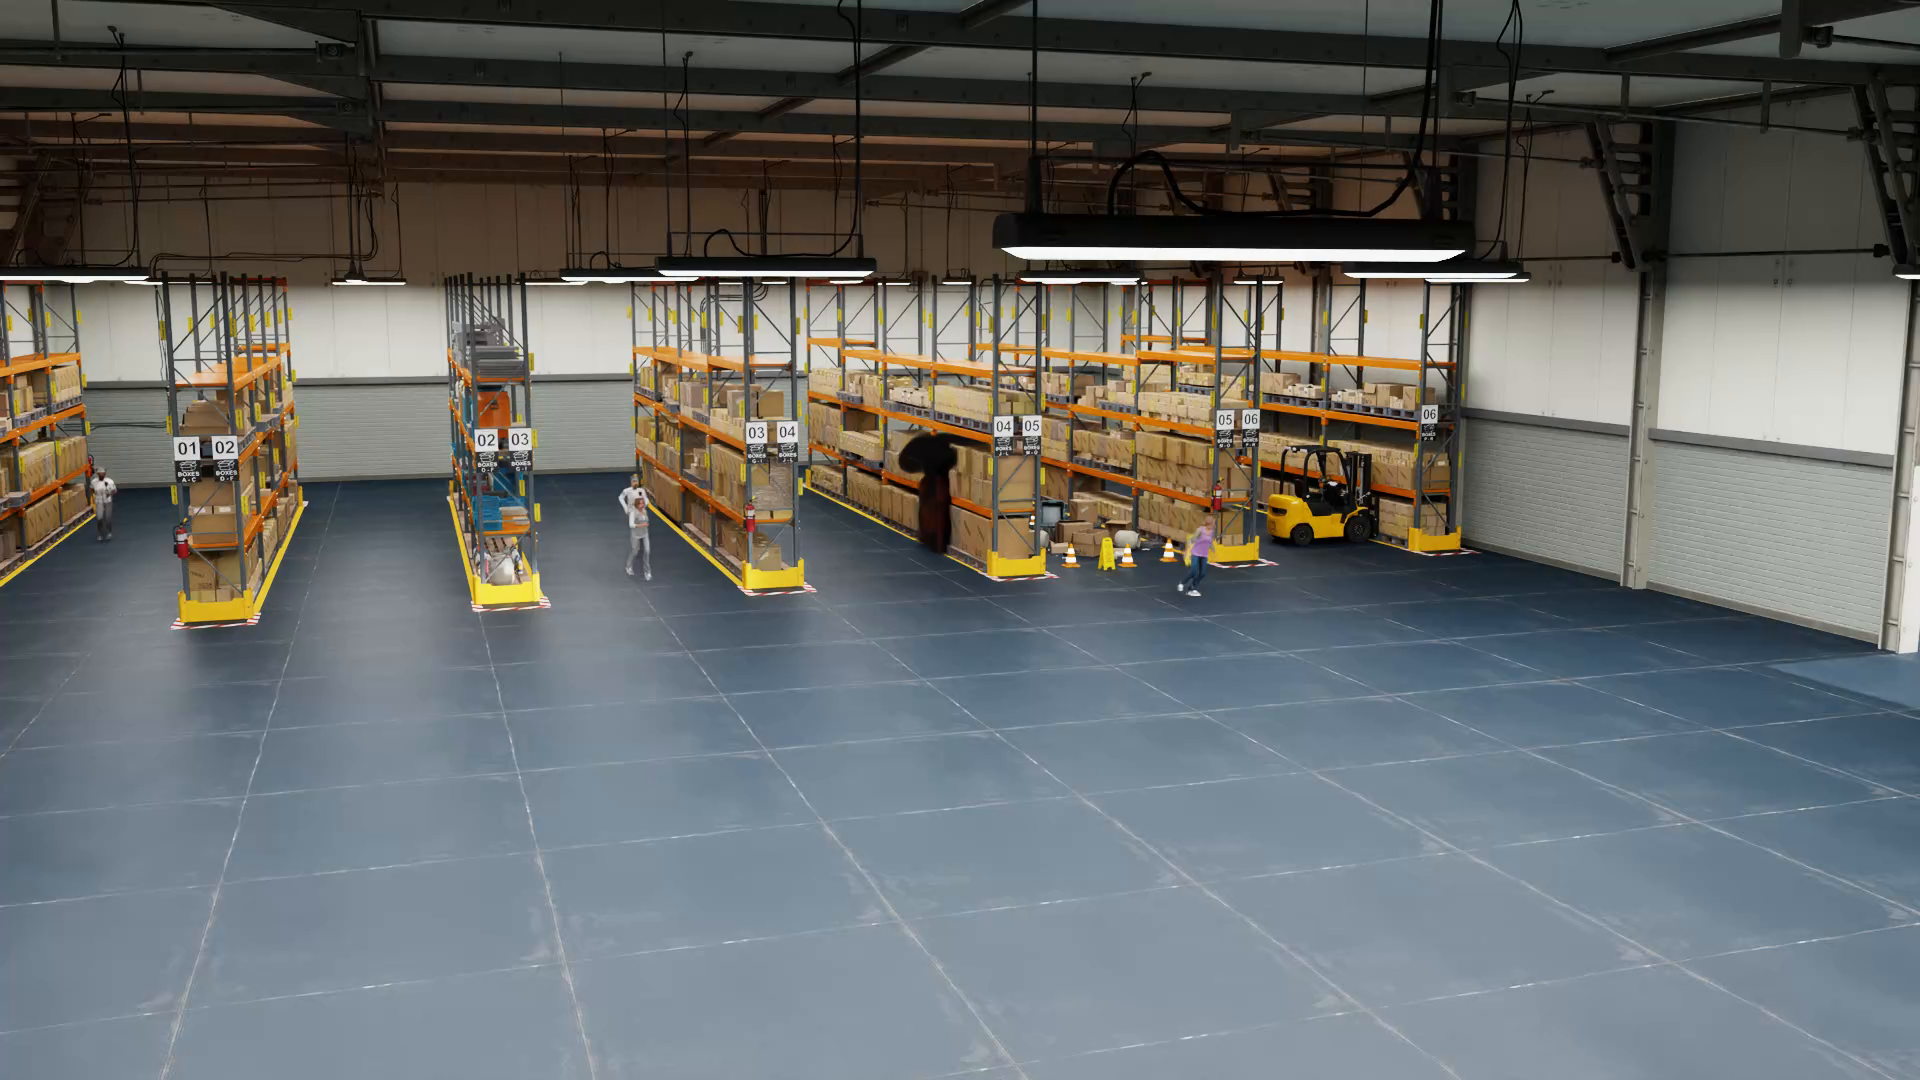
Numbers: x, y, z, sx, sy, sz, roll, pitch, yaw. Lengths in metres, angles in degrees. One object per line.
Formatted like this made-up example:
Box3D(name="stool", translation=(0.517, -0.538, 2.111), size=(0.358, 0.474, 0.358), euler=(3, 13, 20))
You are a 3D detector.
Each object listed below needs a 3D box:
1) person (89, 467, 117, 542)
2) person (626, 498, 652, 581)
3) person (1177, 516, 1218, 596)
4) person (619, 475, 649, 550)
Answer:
Box3D(name="person", translation=(-19.537, -0.818, 37.957), size=(0.586, 1.730, 0.706), euler=(-3, 9, -22))
Box3D(name="person", translation=(-6.371, -0.039, 32.918), size=(0.499, 1.625, 0.825), euler=(-7, 11, -40))
Box3D(name="person", translation=(4.449, 0.295, 31.060), size=(0.655, 1.521, 0.606), euler=(-5, 10, -31))
Box3D(name="person", translation=(-7.109, -0.583, 36.391), size=(0.630, 1.677, 0.639), euler=(-3, 9, -18))
